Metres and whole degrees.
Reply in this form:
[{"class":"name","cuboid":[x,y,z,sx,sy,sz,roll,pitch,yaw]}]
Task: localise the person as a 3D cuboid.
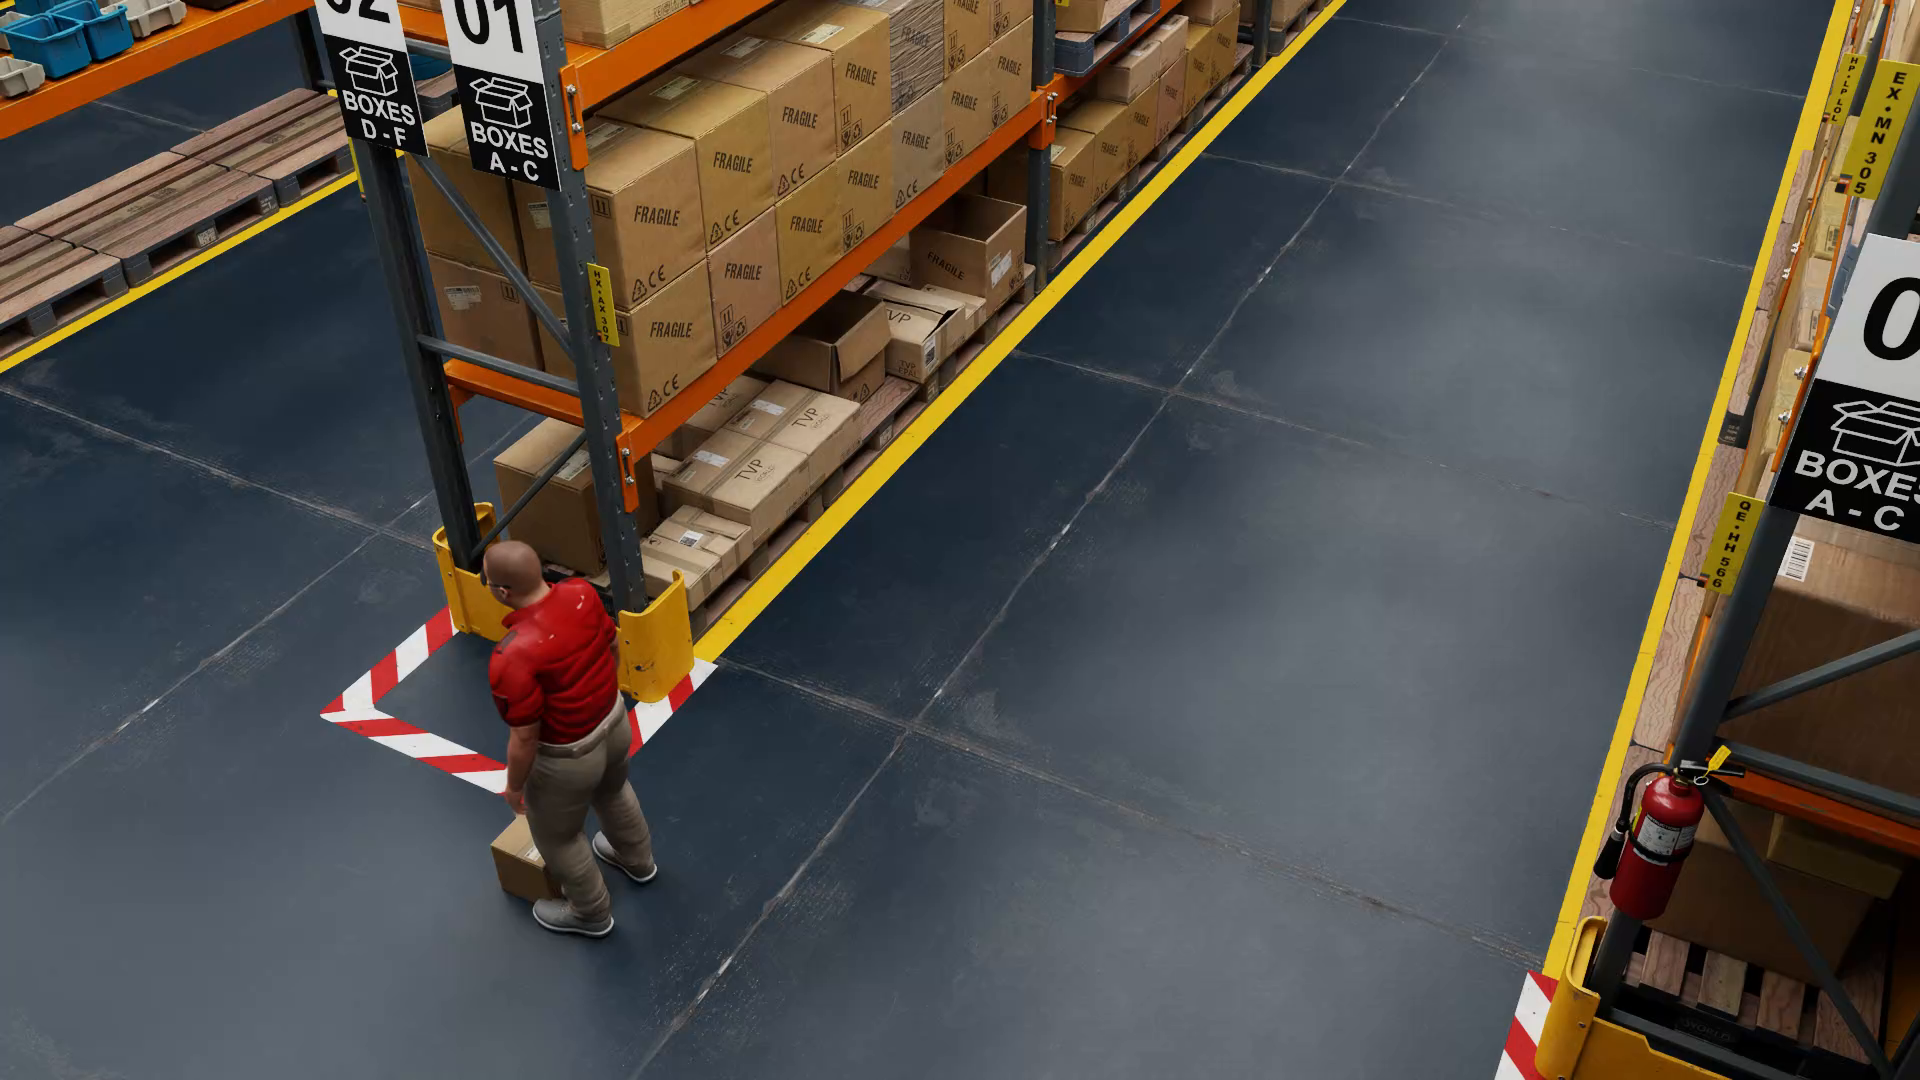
[{"class":"person","cuboid":[-1.383,0.702,5.852,0.388,1.727,0.598,16,41,20]}]
